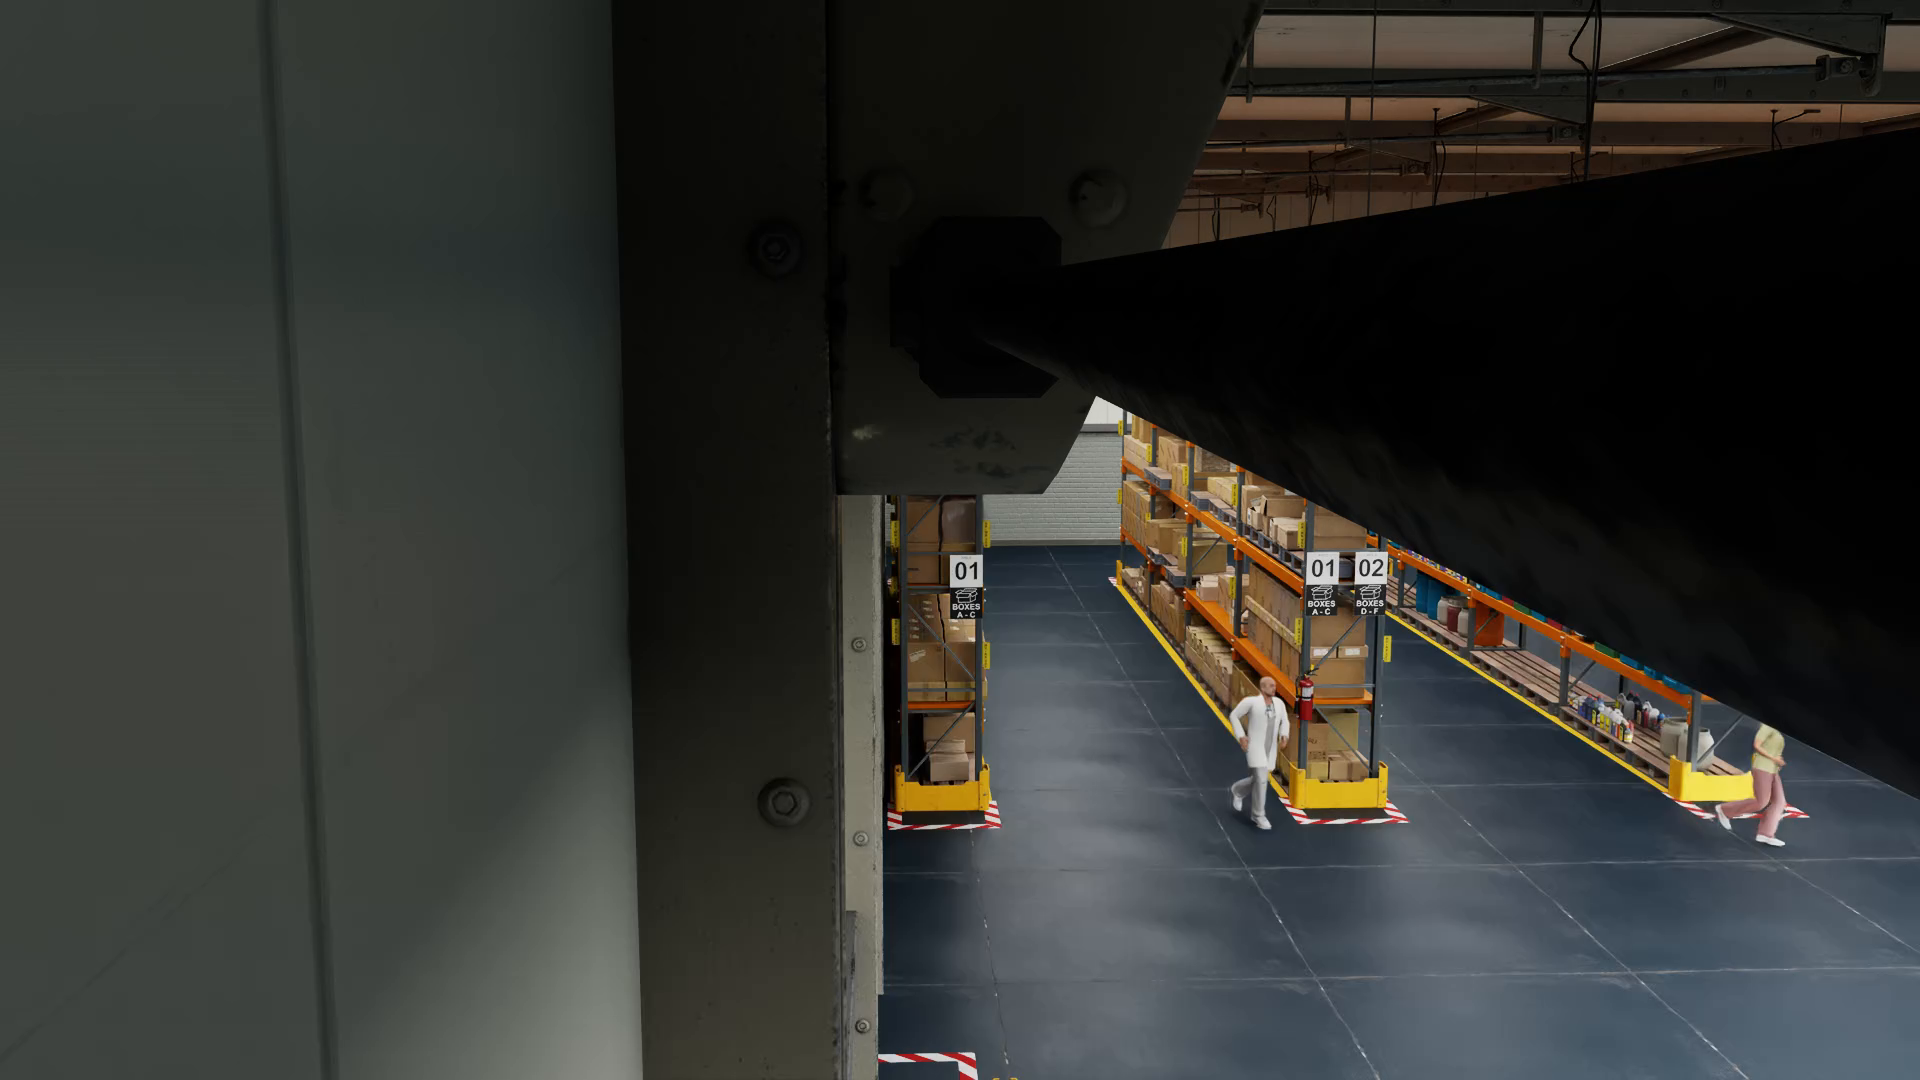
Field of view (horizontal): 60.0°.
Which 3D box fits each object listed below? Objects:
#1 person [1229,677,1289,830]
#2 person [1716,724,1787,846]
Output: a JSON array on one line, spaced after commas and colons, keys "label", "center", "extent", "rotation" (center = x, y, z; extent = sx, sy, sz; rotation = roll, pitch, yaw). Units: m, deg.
[{"label": "person", "center": [3.644, 2.525, 20.127], "extent": [0.740, 1.767, 0.849], "rotation": [-4, 9, -26]}, {"label": "person", "center": [9.370, 2.690, 19.496], "extent": [0.781, 1.601, 0.636], "rotation": [7, 11, 39]}]
